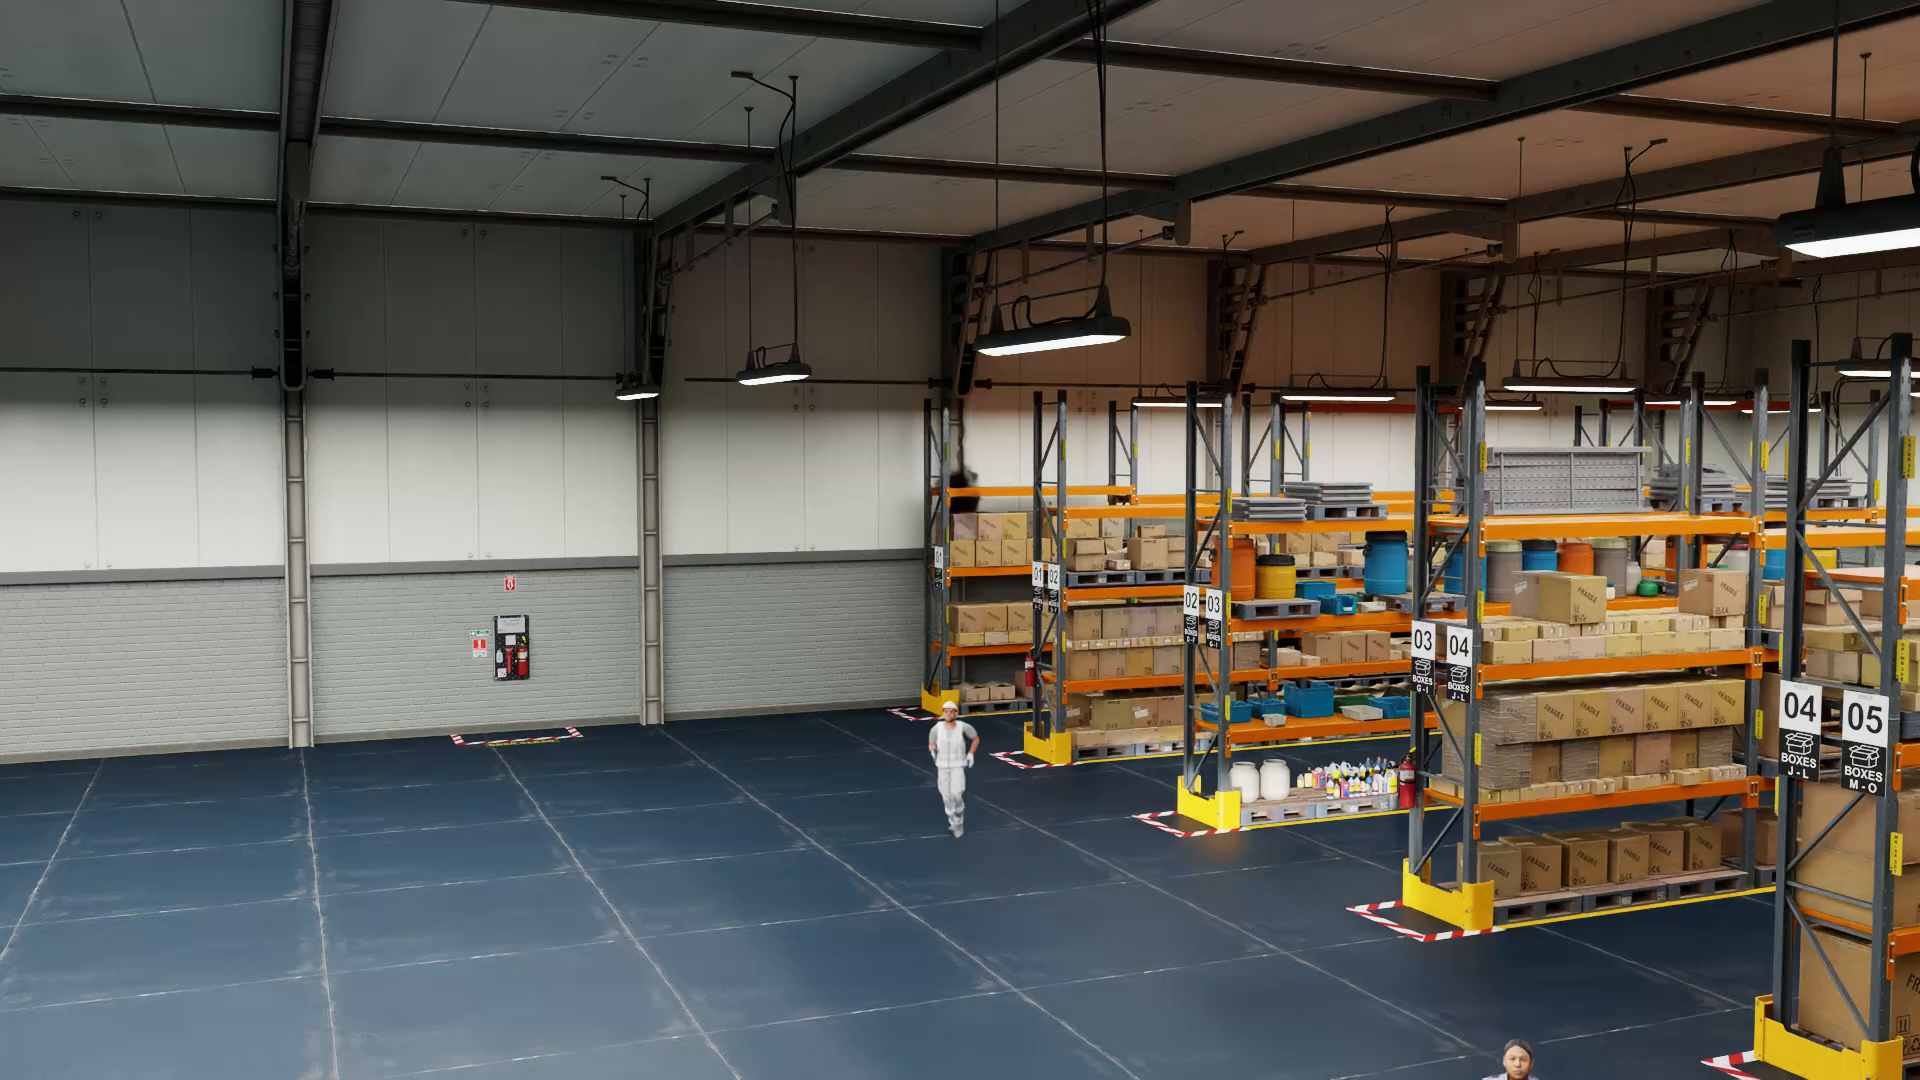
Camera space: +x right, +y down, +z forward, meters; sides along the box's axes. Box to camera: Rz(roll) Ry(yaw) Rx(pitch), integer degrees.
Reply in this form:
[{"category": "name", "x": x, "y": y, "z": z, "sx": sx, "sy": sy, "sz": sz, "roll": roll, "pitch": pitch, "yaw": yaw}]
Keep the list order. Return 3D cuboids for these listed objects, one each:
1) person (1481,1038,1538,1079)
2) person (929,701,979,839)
[{"category": "person", "x": 3.341, "y": 3.777, "z": 9.956, "sx": 0.623, "sy": 1.601, "sz": 0.694, "roll": 1, "pitch": 4, "yaw": 17}, {"category": "person", "x": -0.113, "y": 2.998, "z": 21.717, "sx": 0.634, "sy": 1.796, "sz": 0.706, "roll": 1, "pitch": 3, "yaw": 13}]
